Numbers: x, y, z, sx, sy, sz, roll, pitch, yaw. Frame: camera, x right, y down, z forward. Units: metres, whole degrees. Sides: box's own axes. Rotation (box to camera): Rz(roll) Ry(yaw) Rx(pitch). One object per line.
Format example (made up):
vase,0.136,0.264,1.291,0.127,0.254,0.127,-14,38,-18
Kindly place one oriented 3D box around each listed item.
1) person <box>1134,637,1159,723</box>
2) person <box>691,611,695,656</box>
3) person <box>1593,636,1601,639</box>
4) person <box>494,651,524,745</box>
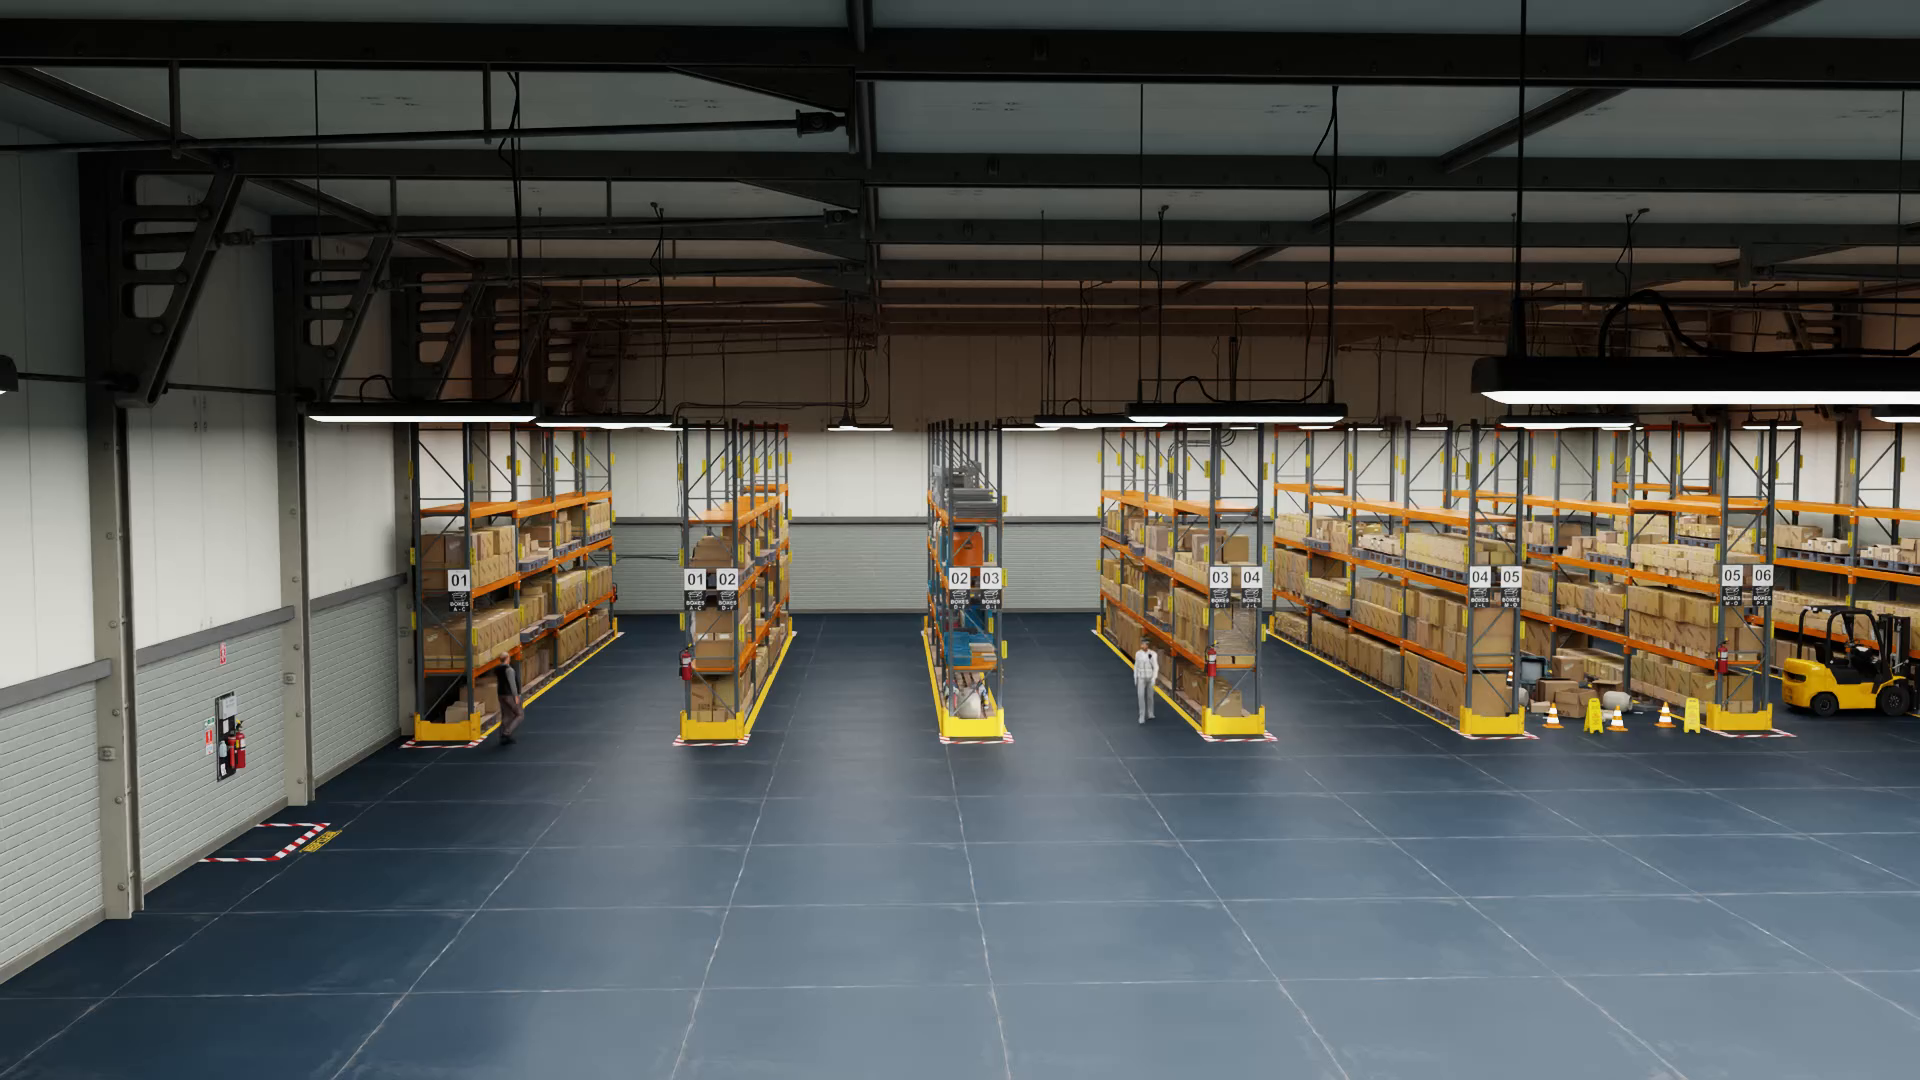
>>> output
person,3.698,2.767,33.120,0.521,1.661,0.814,1,4,16
person,-6.787,2.098,43.071,0.622,1.755,0.689,-1,4,-12
person,17.558,1.967,46.174,0.453,1.695,0.585,-2,4,-33
person,-8.341,2.910,30.602,0.700,1.703,0.493,3,5,41
